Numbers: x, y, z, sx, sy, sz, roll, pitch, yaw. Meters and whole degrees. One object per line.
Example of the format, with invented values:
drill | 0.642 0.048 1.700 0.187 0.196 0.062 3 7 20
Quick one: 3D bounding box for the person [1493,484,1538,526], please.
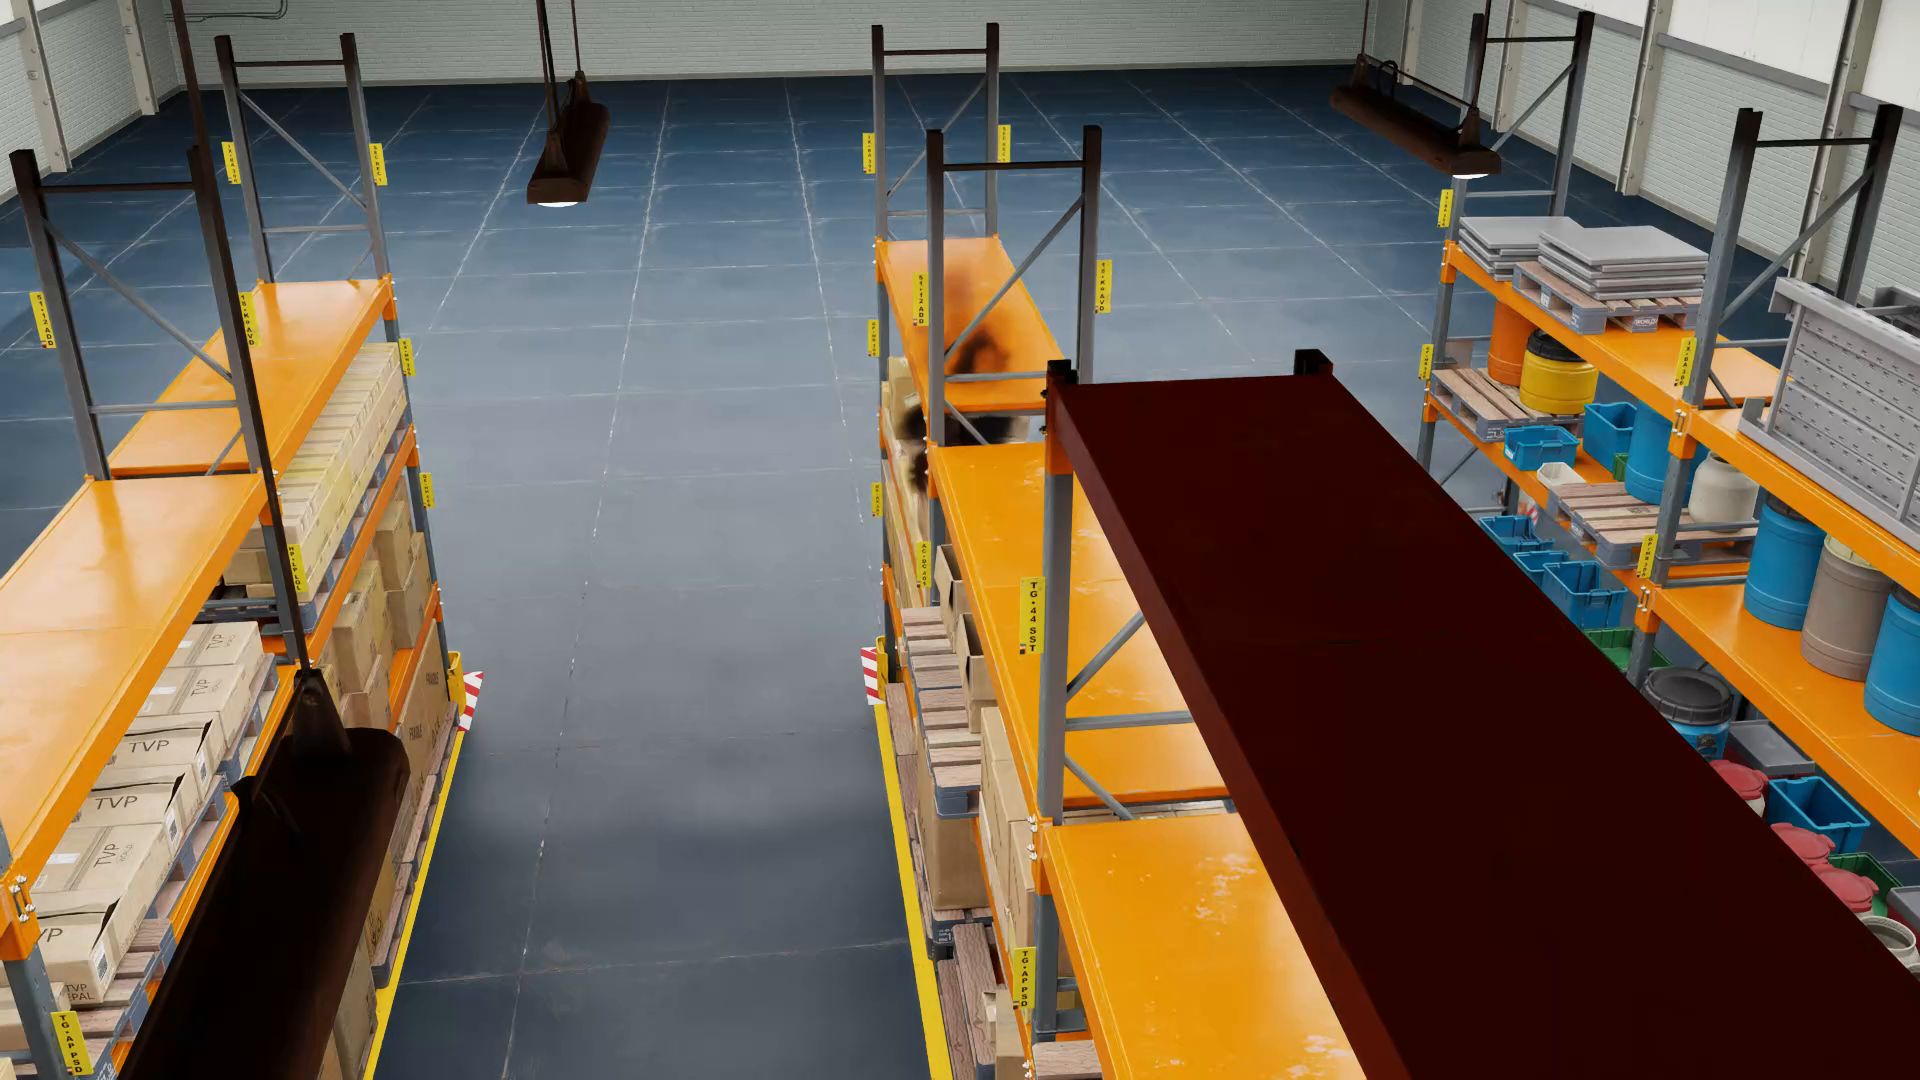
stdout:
person | 5.599 -0.125 16.712 0.692 1.797 0.715 -22 33 -38
